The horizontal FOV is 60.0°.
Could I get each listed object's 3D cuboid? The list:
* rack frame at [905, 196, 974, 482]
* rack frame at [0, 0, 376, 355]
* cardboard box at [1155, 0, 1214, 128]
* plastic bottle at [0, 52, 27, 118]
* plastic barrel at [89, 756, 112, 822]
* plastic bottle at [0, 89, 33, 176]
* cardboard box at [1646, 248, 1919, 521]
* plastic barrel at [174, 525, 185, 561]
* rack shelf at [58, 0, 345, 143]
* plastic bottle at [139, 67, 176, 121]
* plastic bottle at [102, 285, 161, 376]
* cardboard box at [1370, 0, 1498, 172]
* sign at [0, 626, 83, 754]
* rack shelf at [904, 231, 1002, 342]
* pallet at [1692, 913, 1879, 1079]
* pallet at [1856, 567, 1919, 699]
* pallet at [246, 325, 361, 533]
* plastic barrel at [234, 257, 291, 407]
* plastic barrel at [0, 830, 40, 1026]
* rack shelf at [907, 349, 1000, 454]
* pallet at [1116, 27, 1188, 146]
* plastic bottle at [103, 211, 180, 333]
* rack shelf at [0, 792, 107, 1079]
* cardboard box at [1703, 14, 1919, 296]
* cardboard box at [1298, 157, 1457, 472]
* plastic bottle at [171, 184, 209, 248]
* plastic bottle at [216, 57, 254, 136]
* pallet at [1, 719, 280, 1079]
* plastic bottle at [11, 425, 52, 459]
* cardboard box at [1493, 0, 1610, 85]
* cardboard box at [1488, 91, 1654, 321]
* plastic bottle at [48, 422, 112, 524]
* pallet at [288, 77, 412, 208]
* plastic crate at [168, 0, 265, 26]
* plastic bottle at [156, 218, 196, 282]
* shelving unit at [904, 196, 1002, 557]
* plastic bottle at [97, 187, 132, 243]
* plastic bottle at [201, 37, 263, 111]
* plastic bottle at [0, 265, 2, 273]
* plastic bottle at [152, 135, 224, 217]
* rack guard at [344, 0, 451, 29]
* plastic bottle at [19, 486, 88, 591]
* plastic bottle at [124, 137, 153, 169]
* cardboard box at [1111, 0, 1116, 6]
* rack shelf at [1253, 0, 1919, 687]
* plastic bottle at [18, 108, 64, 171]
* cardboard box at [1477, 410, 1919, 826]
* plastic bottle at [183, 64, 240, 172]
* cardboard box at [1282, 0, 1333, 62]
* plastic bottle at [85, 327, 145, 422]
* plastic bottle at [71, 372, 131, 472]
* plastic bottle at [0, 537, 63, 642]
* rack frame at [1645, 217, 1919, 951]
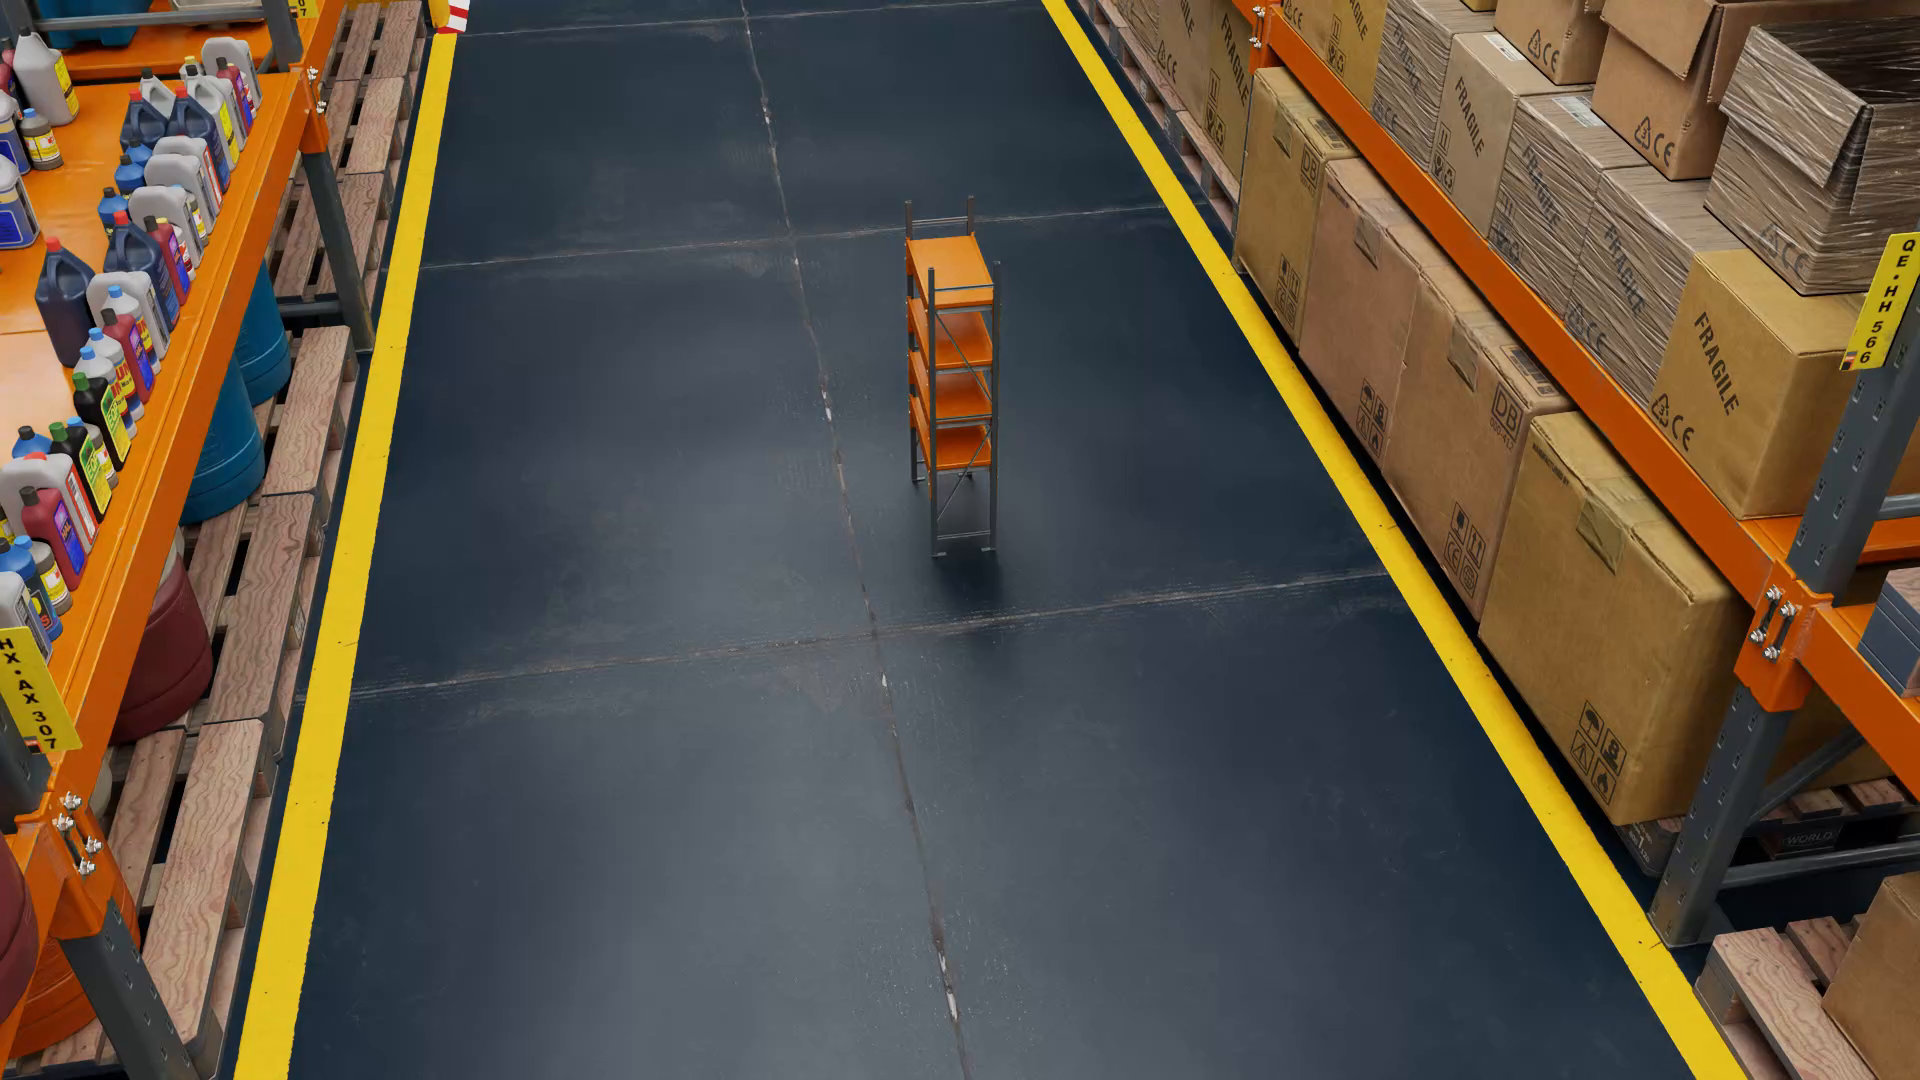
[{"bbox_3d":[-0.072,-0.721,6.200,0.240,1.200,0.015,-6,38,-8],"label":"rack frame"},{"bbox_3d":[-3.080,-1.988,6.363,1.000,3.000,0.127,-6,38,-8],"label":"rack frame"},{"bbox_3d":[1.602,-2.798,8.796,0.875,0.875,0.875,-6,38,-8],"label":"cardboard box"},{"bbox_3d":[-3.412,-1.594,5.951,0.061,0.283,0.133,-6,38,-8],"label":"plastic bottle"},{"bbox_3d":[-2.668,0.620,4.693,0.421,0.512,0.421,0,38,0],"label":"plastic barrel"},{"bbox_3d":[-3.310,-1.397,5.704,0.152,0.276,0.135,-6,38,-8],"label":"plastic bottle"},{"bbox_3d":[2.167,-0.415,4.258,0.500,0.500,0.500,-5,38,-7],"label":"cardboard box"},{"bbox_3d":[-2.866,-0.062,5.571,0.421,0.512,0.421,0,38,0],"label":"plastic barrel"},{"bbox_3d":[-3.431,-2.912,8.139,1.077,0.370,4.000,-6,38,-8],"label":"rack shelf"},{"bbox_3d":[-2.739,-1.433,5.689,0.144,0.351,0.185,-6,38,-8],"label":"plastic bottle"},{"bbox_3d":[-2.332,-0.588,4.666,0.097,0.271,0.097,0,38,0],"label":"plastic bottle"},{"bbox_3d":[1.807,-1.649,5.846,0.500,0.500,0.500,-7,38,-9],"label":"cardboard box"},{"bbox_3d":[-1.838,0.300,3.285,0.100,0.325,0.005,-6,38,-8],"label":"sign"},{"bbox_3d":[-0.029,-0.884,5.770,0.258,0.148,0.480,-6,38,-8],"label":"rack shelf"},{"bbox_3d":[2.633,1.469,4.187,1.003,0.211,1.213,-6,38,-8],"label":"pallet"},{"bbox_3d":[2.727,0.390,3.459,1.213,0.211,1.003,-6,38,-8],"label":"pallet"},{"bbox_3d":[-2.986,-0.416,6.613,1.003,0.211,1.213,-6,38,-8],"label":"pallet"},{"bbox_3d":[-3.001,-0.994,6.453,0.600,0.901,0.708,-6,38,-8],"label":"plastic barrel"},{"bbox_3d":[-1.999,0.622,2.893,0.600,0.536,0.708,-6,38,-8],"label":"plastic barrel"},{"bbox_3d":[-0.029,-0.521,6.052,0.258,0.148,0.480,-6,38,-8],"label":"rack shelf"},{"bbox_3d":[1.523,-2.625,9.457,1.003,0.211,1.213,-6,38,-8],"label":"pallet"},{"bbox_3d":[-2.403,-0.783,4.853,0.144,0.351,0.185,-6,38,-8],"label":"plastic bottle"},{"bbox_3d":[-2.028,1.920,1.919,1.077,0.370,4.000,-6,38,-8],"label":"rack shelf"},{"bbox_3d":[2.385,-0.983,4.172,0.797,0.503,0.637,-5,38,-6],"label":"cardboard box"},{"bbox_3d":[2.086,-0.923,6.383,1.225,0.875,0.875,-7,38,-10],"label":"cardboard box"},{"bbox_3d":[-2.469,-1.032,5.296,0.097,0.201,0.097,0,38,0],"label":"plastic bottle"},{"bbox_3d":[-2.607,-1.603,5.964,0.061,0.283,0.133,-6,38,-8],"label":"plastic bottle"},{"bbox_3d":[-2.558,1.058,4.716,1.003,0.211,1.213,-6,38,-8],"label":"pallet"},{"bbox_3d":[-2.271,-0.163,4.120,0.097,0.271,0.097,0,38,0],"label":"plastic bottle"},{"bbox_3d":[2.150,-1.782,5.199,0.797,0.503,0.637,-5,38,-6],"label":"cardboard box"},{"bbox_3d":[1.991,-1.030,5.050,0.500,0.500,0.500,-7,38,-9],"label":"cardboard box"},{"bbox_3d":[-2.196,-0.187,4.141,0.061,0.283,0.133,-6,38,-8],"label":"plastic bottle"},{"bbox_3d":[-3.464,-2.065,8.736,1.003,0.211,1.213,-6,38,-8],"label":"pallet"},{"bbox_3d":[-3.021,-2.204,6.808,0.396,0.136,0.243,-6,38,-8],"label":"plastic crate"},{"bbox_3d":[-2.429,-0.892,5.115,0.097,0.201,0.097,0,38,0],"label":"plastic bottle"},{"bbox_3d":[-0.029,-0.574,6.011,0.258,1.200,0.503,-6,38,-8],"label":"shelving unit"},{"bbox_3d":[-2.595,-0.962,5.149,0.097,0.271,0.097,0,38,0],"label":"plastic bottle"},{"bbox_3d":[-2.693,-1.735,6.140,0.152,0.276,0.135,-6,38,-8],"label":"plastic bottle"},{"bbox_3d":[-3.051,-0.914,5.143,0.097,0.201,0.097,0,38,0],"label":"plastic bottle"},{"bbox_3d":[-2.540,-1.210,5.464,0.152,0.276,0.135,-6,38,-8],"label":"plastic bottle"},{"bbox_3d":[-3.798,-3.430,10.257,1.175,0.500,0.348,-6,38,-8],"label":"rack guard"},{"bbox_3d":[-2.149,-0.025,3.932,0.061,0.283,0.133,-6,38,-8],"label":"plastic bottle"},{"bbox_3d":[-2.660,-1.184,5.433,0.097,0.271,0.097,0,38,0],"label":"plastic bottle"},{"bbox_3d":[1.286,-3.885,10.196,0.875,0.875,0.875,-6,38,-8],"label":"cardboard box"},{"bbox_3d":[2.147,-1.028,5.715,1.077,0.370,4.000,-6,38,-8],"label":"rack shelf"},{"bbox_3d":[-3.190,-1.392,5.759,0.097,0.201,0.097,0,38,0],"label":"plastic bottle"},{"bbox_3d":[2.397,0.150,5.002,1.225,0.875,0.875,-8,39,-10],"label":"cardboard box"},{"bbox_3d":[-2.597,-1.448,5.709,0.144,0.351,0.185,-6,38,-8],"label":"plastic bottle"},{"bbox_3d":[1.631,-2.255,6.626,0.500,0.500,0.500,-6,38,-8],"label":"cardboard box"},{"bbox_3d":[-2.292,-0.448,4.487,0.097,0.271,0.097,0,38,0],"label":"plastic bottle"},{"bbox_3d":[-2.236,-0.326,4.320,0.061,0.283,0.133,-6,38,-8],"label":"plastic bottle"},{"bbox_3d":[-2.130,0.110,3.768,0.097,0.271,0.097,0,38,0],"label":"plastic bottle"},{"bbox_3d":[2.498,-0.104,3.939,1.000,3.000,0.127,-6,38,-8],"label":"rack frame"}]
